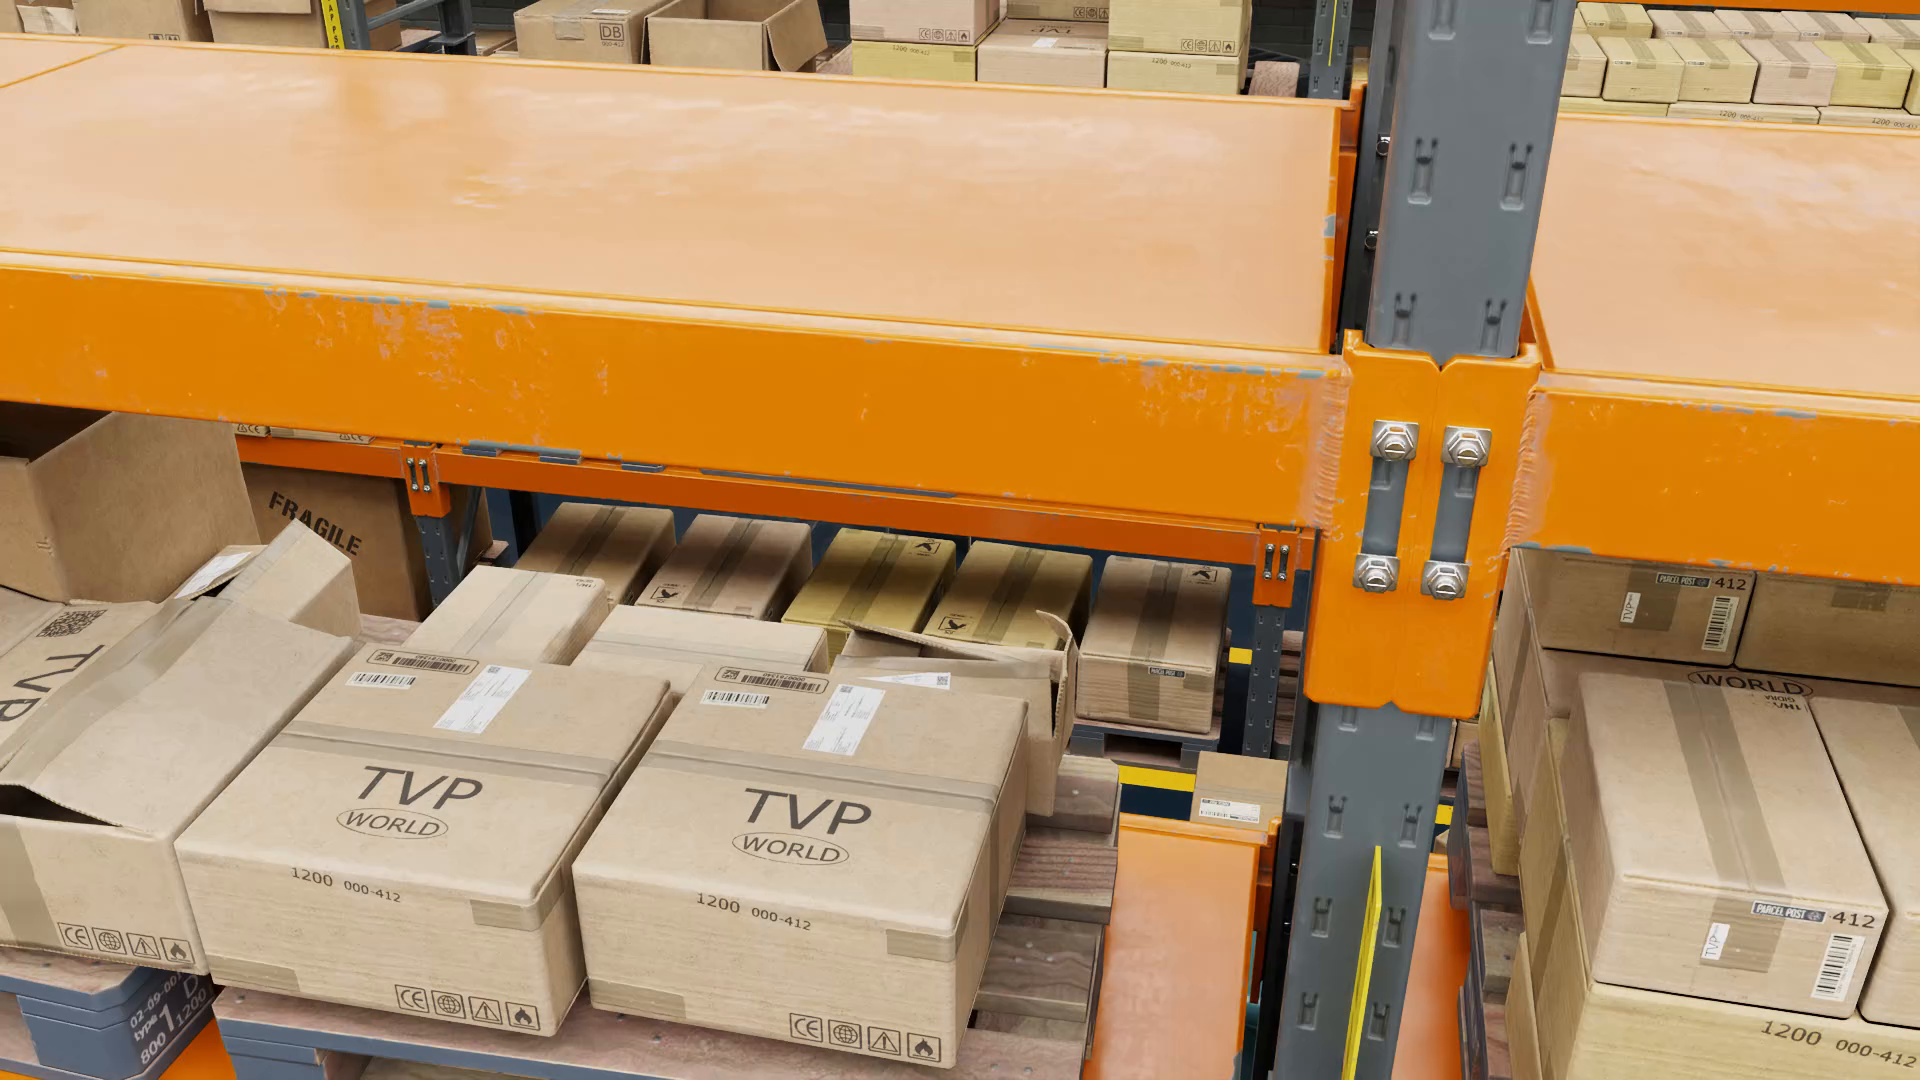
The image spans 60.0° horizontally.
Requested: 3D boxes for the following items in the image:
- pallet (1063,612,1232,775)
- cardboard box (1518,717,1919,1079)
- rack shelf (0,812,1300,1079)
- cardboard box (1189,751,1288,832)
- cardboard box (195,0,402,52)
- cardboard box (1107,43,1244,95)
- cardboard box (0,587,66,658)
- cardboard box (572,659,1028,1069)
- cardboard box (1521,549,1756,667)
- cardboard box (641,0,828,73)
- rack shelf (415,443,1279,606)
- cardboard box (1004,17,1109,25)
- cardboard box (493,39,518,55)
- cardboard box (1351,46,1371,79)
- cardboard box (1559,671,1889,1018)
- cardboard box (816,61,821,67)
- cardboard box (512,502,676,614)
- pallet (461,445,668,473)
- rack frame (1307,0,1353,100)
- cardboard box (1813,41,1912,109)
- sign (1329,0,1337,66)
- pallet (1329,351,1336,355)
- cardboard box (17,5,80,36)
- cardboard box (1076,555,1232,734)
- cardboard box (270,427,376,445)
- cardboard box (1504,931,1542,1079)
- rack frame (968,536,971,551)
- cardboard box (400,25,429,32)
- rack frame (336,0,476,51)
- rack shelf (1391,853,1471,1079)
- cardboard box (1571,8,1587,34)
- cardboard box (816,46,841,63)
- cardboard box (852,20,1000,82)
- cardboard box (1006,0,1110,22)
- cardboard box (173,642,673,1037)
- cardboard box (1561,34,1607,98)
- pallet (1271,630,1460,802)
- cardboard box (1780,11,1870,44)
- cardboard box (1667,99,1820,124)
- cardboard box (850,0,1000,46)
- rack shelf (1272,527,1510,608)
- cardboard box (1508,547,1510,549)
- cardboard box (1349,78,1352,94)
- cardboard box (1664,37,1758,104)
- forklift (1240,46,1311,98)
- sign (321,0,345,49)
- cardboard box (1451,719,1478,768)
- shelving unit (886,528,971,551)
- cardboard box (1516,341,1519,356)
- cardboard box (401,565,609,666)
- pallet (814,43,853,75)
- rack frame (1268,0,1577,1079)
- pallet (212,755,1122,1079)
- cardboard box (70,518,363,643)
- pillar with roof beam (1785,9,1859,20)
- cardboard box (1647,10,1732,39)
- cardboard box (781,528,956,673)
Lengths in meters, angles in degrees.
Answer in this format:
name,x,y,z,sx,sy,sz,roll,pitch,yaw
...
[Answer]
name,x,y,z,sx,sy,sz,roll,pitch,yaw
pallet,0.700,0.715,8.224,1.213,0.211,1.003,6,29,11
cardboard box,0.947,0.476,1.938,0.500,0.250,0.500,6,29,11
rack shelf,-1.429,0.703,2.967,4.000,0.370,1.077,6,29,11
cardboard box,1.120,1.173,6.299,0.500,0.500,0.500,6,29,11
cardboard box,-2.850,-2.344,7.239,0.637,0.503,0.797,4,29,7
cardboard box,0.861,-1.855,6.611,0.500,0.250,0.500,5,29,10
cardboard box,-1.730,0.276,2.550,0.500,0.311,0.500,5,29,10
cardboard box,-0.197,0.430,2.331,0.500,0.250,0.500,6,29,11
cardboard box,0.952,0.008,2.378,0.250,0.149,0.380,6,29,10
cardboard box,-0.952,-2.053,7.146,0.637,0.503,0.797,6,29,11
rack shelf,-0.494,-0.316,7.952,4.000,0.370,1.077,6,29,11
cardboard box,0.478,-2.162,7.171,0.500,0.250,0.500,5,29,10
cardboard box,-3.052,-3.470,12.419,0.637,0.503,0.797,5,29,9
cardboard box,2.870,-3.331,11.621,0.250,0.149,0.380,6,29,11
cardboard box,0.812,0.317,1.814,0.250,0.149,0.380,6,29,11
cardboard box,-1.167,-3.321,11.914,0.250,0.149,0.380,7,29,12
cardboard box,-1.899,0.198,8.564,0.625,0.372,0.950,4,29,7
pallet,-1.730,-0.726,8.153,1.003,0.211,1.213,6,29,11
rack frame,1.462,-3.062,5.972,0.127,3.000,1.000,6,29,11
cardboard box,3.240,-1.684,6.010,0.250,0.149,0.380,6,29,12
sign,1.350,-1.885,5.997,0.005,0.325,0.100,6,29,11
pallet,3.264,-1.440,12.160,1.213,0.211,1.003,6,29,11
cardboard box,-3.870,-2.247,7.309,0.258,0.266,0.396,5,29,9
cardboard box,0.949,0.486,8.037,0.625,0.372,0.950,6,29,11
cardboard box,-2.998,-0.695,8.052,0.500,0.250,0.500,5,29,9
cardboard box,0.812,0.667,2.005,0.250,0.149,0.380,5,29,10
rack frame,0.077,-0.518,9.447,0.015,1.200,0.240,6,29,11
cardboard box,-4.396,-3.587,12.637,0.500,0.500,0.700,6,29,11
rack frame,-2.450,-3.463,6.705,0.127,3.000,1.000,6,29,11
rack shelf,2.483,1.105,2.234,4.000,0.370,1.077,6,29,11
cardboard box,2.324,-1.999,6.584,0.250,0.149,0.380,7,29,12
cardboard box,-1.056,-3.554,12.339,0.250,0.149,0.380,7,29,12
cardboard box,-0.132,-1.960,6.802,0.500,0.250,0.500,6,29,11
cardboard box,0.485,-2.376,7.041,0.500,0.250,0.500,5,29,9
cardboard box,-0.726,0.406,2.377,0.500,0.250,0.500,6,29,10
cardboard box,2.219,-1.758,6.145,0.250,0.149,0.380,5,29,9
pallet,2.126,0.843,7.990,1.213,0.211,1.003,6,29,11
cardboard box,3.354,-1.946,6.489,0.250,0.149,0.380,6,29,11
cardboard box,2.829,-1.535,6.152,0.500,0.250,0.500,6,29,11
cardboard box,-0.134,-2.174,6.673,0.500,0.250,0.500,6,29,11
rack shelf,3.418,0.085,7.219,4.000,0.370,1.077,6,29,11
cardboard box,2.227,-0.125,7.116,0.250,0.149,0.380,6,29,10
cardboard box,2.863,-3.179,11.653,0.250,0.149,0.380,6,29,10
cardboard box,2.723,-1.718,6.072,0.250,0.149,0.380,5,29,9
forklift,1.492,-1.863,10.101,3.031,2.935,1.130,-21,35,-33
sign,-2.574,-2.149,6.808,0.005,0.325,0.100,6,29,11
cardboard box,2.507,0.825,7.545,0.500,0.250,0.500,8,30,13
shelving unit,-0.162,-0.543,9.492,0.503,1.200,0.258,6,29,11
cardboard box,2.342,-0.836,6.699,0.500,0.500,0.700,6,29,11
cardboard box,-0.789,0.208,2.843,0.250,0.149,0.380,6,29,11
pallet,-0.134,-1.879,7.130,1.003,0.211,1.213,6,29,11
rack frame,0.527,-0.727,1.708,0.127,3.000,1.000,6,29,11
pallet,-0.380,0.604,2.600,1.217,0.209,0.805,5,29,9
cardboard box,-1.258,0.132,2.860,0.258,0.266,0.396,6,29,11
pillar with roof beam,5.015,-3.464,6.706,0.400,9.000,9.100,6,29,11
cardboard box,2.840,-1.960,6.513,0.250,0.149,0.380,5,29,10
cardboard box,-0.435,0.347,8.292,0.625,0.372,0.950,7,29,12
